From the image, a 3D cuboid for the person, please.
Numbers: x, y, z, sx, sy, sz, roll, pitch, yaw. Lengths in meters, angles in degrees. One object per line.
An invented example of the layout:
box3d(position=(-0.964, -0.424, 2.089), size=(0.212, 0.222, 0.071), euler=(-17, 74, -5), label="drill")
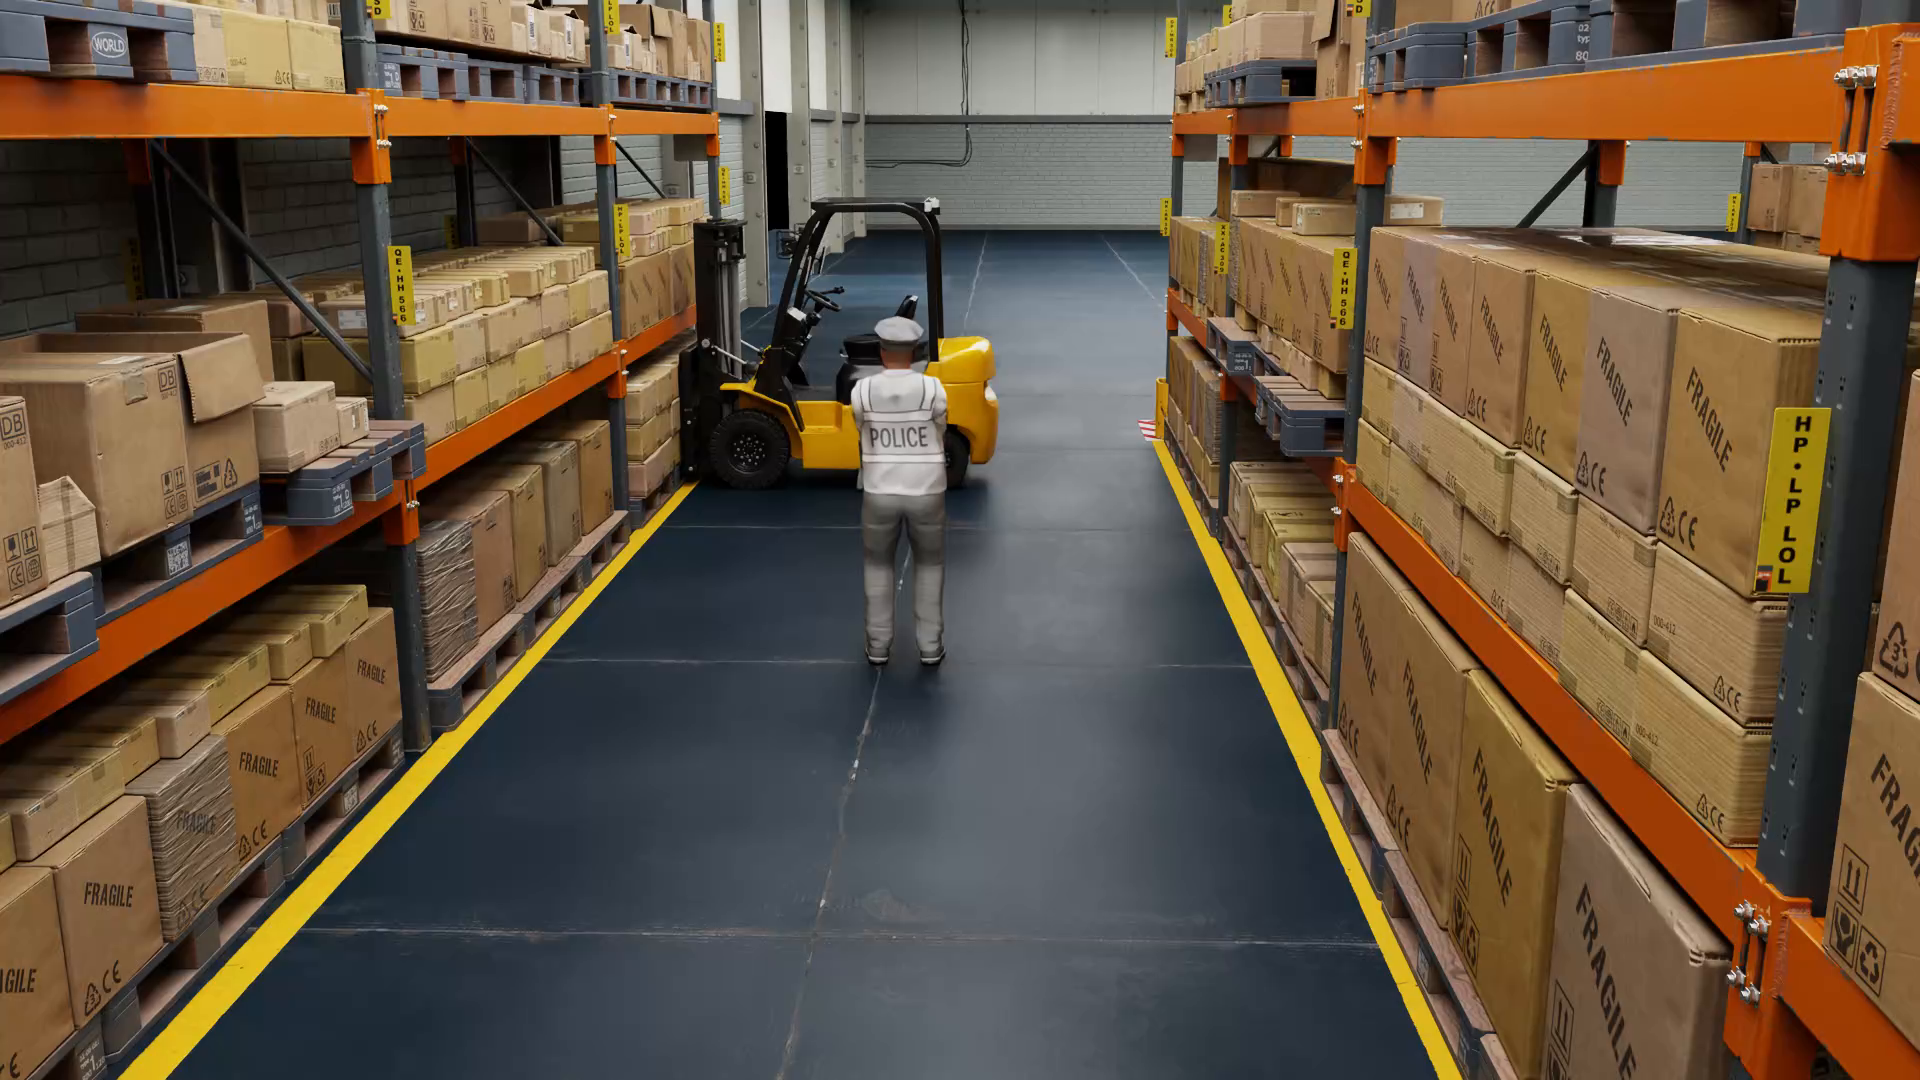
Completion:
box3d(position=(-0.302, -0.257, 8.507), size=(0.490, 1.771, 0.565), euler=(0, 14, 1), label="person")
